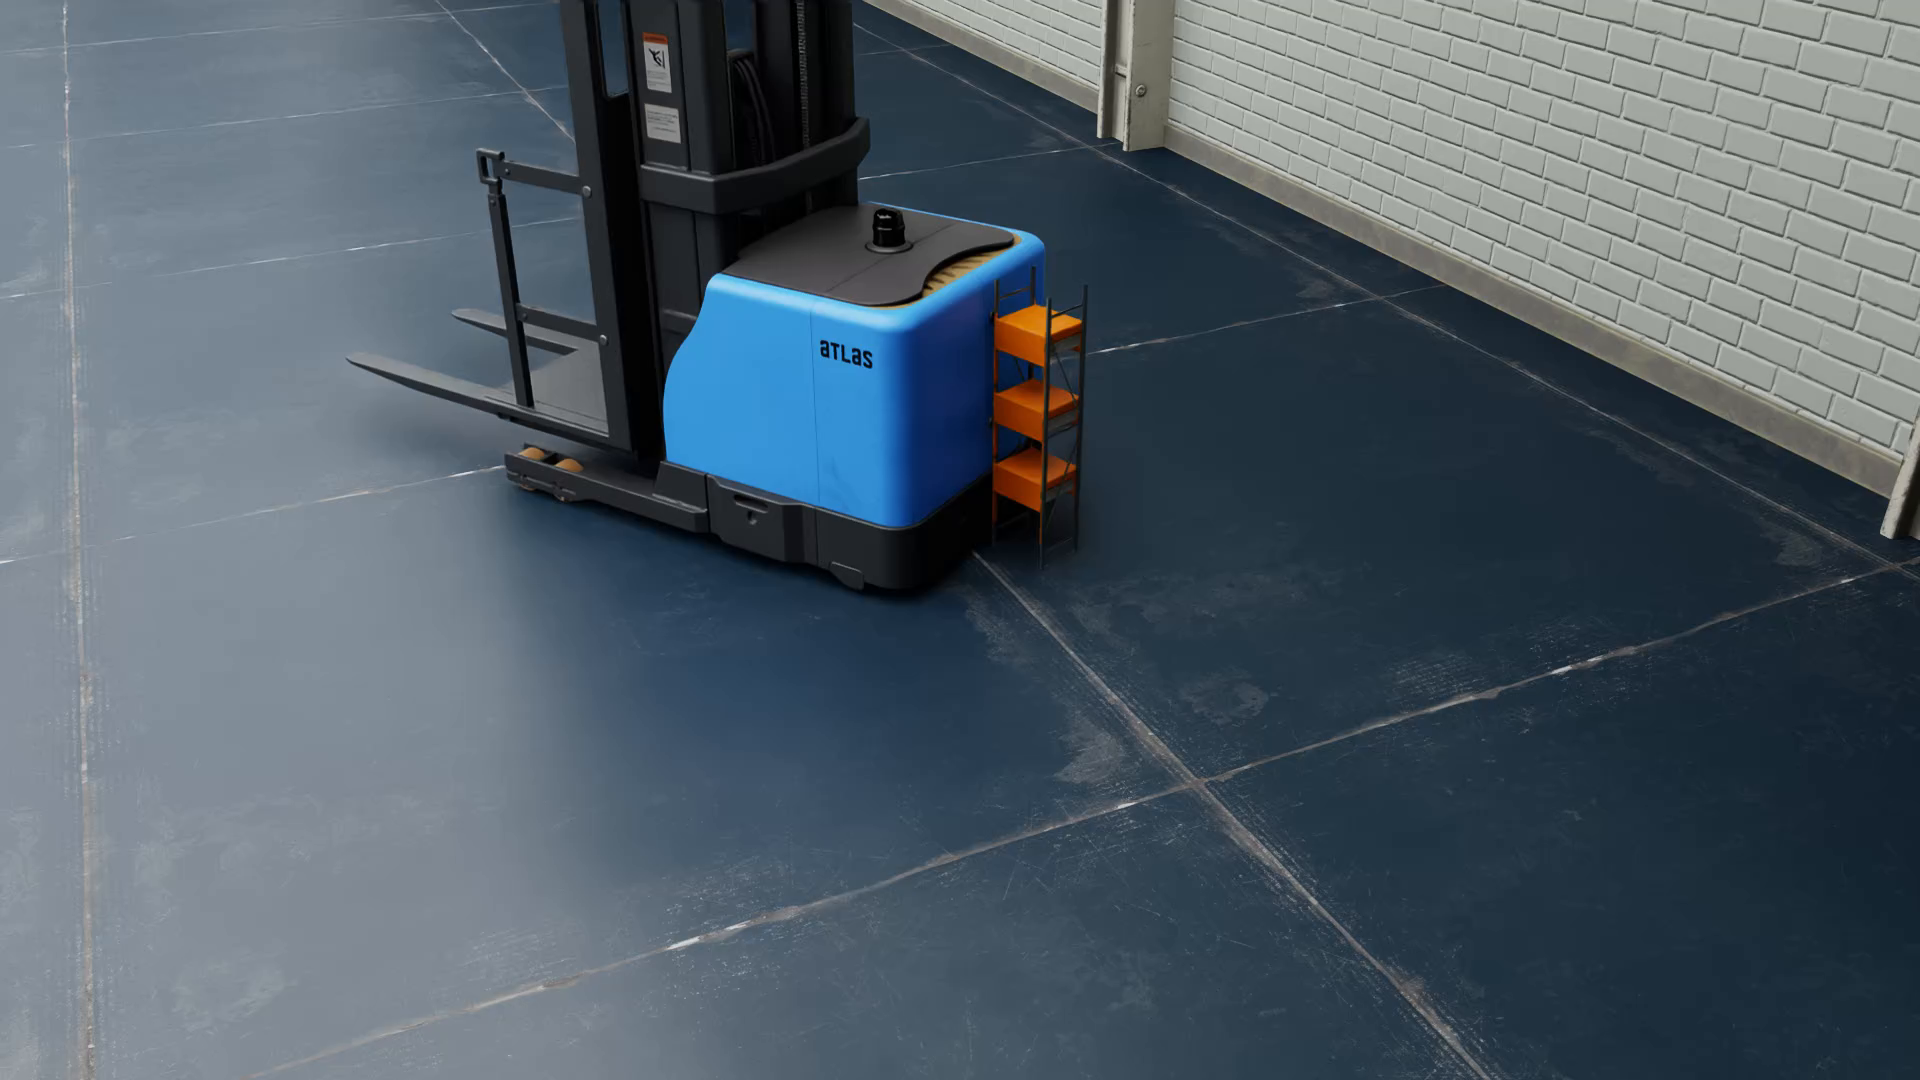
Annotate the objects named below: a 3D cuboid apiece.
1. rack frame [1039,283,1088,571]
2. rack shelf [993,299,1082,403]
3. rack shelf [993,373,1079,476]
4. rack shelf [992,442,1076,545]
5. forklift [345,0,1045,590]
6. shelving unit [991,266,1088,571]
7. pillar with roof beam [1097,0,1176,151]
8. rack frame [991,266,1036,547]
[{"bbox_3d":[0.363,-0.381,5.856,0.200,1.050,0.008,-26,38,-38],"label":"rack frame"},{"bbox_3d":[0.277,-0.661,5.798,0.215,0.259,0.240,-26,38,-38],"label":"rack shelf"},{"bbox_3d":[0.277,-0.414,5.937,0.215,0.259,0.240,-26,38,-38],"label":"rack shelf"},{"bbox_3d":[0.277,-0.172,6.072,0.215,0.259,0.240,-26,38,-38],"label":"rack shelf"},{"bbox_3d":[-1.201,-1.628,6.156,3.031,2.935,1.130,17,33,27],"label":"forklift"},{"bbox_3d":[0.277,-0.423,5.931,0.215,1.050,0.252,-26,38,-38],"label":"shelving unit"},{"bbox_3d":[-2.759,-5.644,7.115,9.100,9.000,0.400,-13,32,-22],"label":"pillar with roof beam"},{"bbox_3d":[0.191,-0.466,6.007,0.200,1.050,0.008,-26,38,-38],"label":"rack frame"}]
